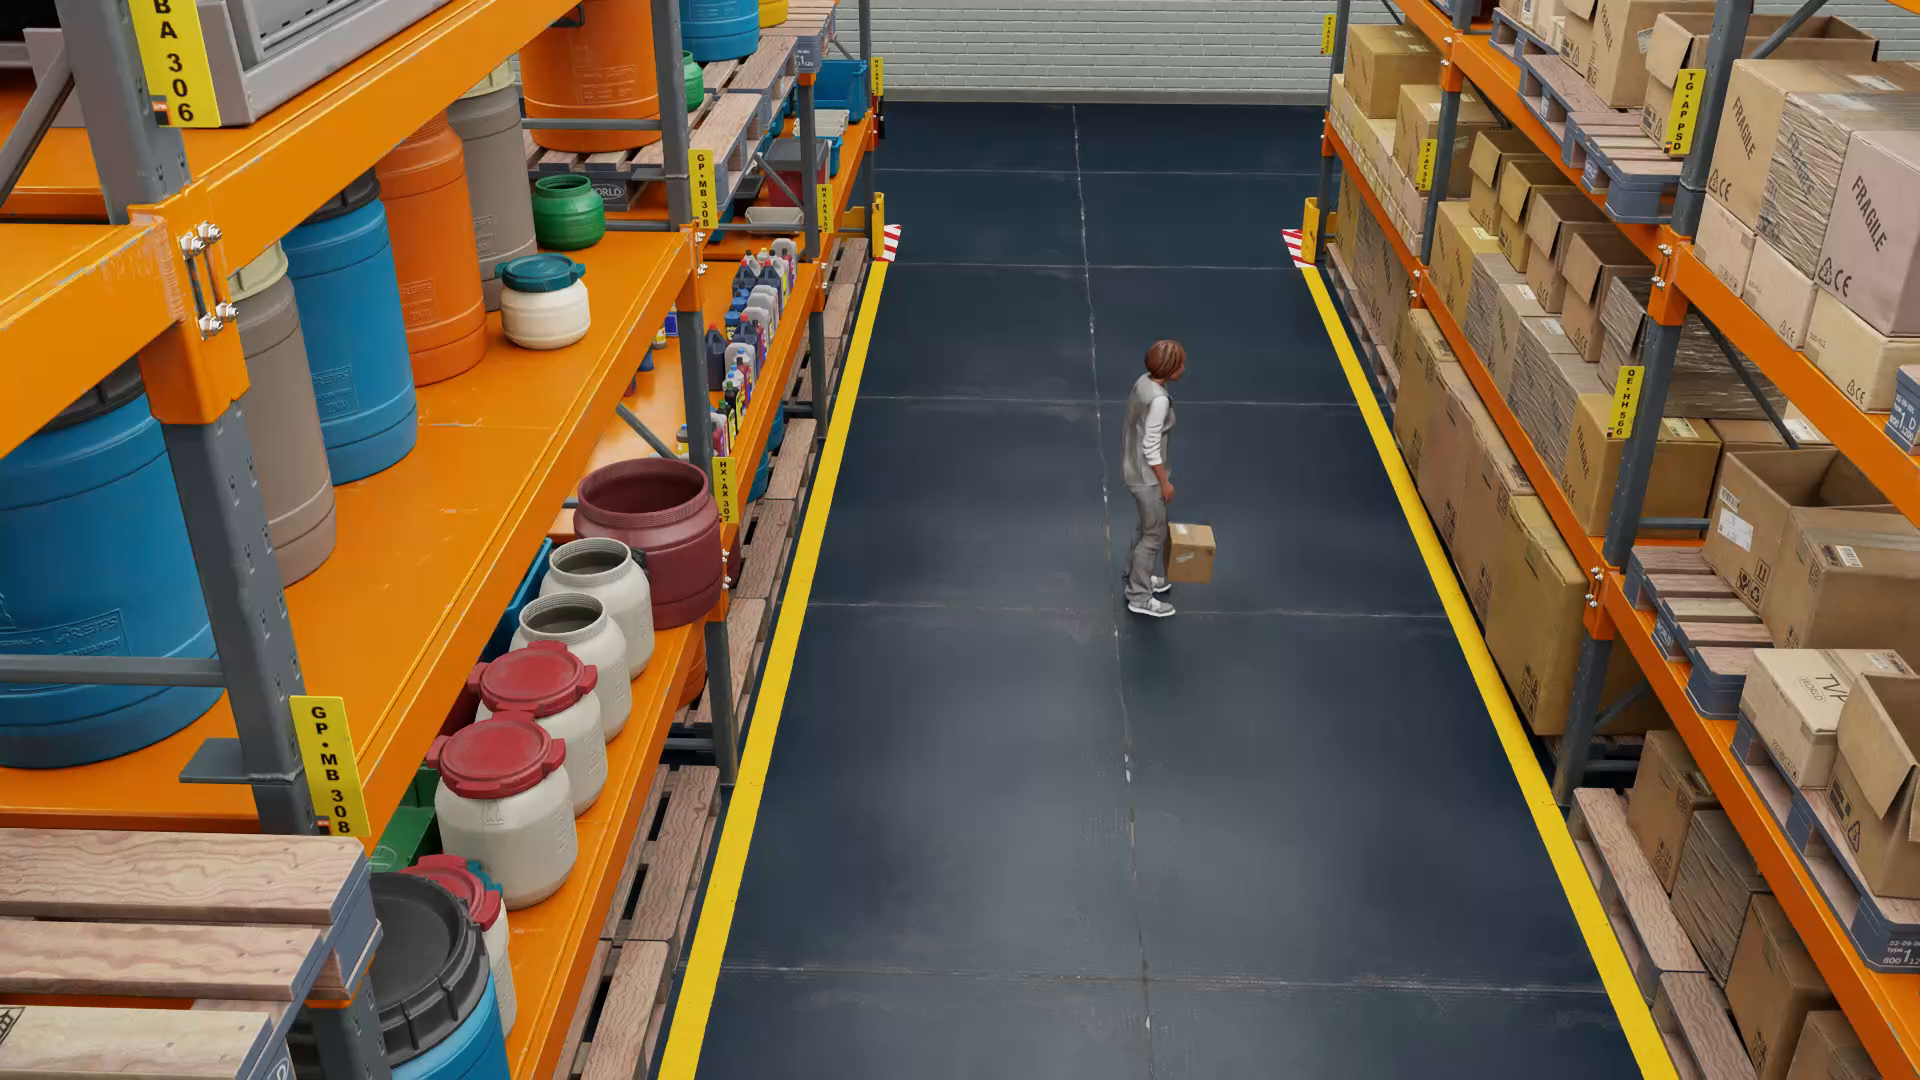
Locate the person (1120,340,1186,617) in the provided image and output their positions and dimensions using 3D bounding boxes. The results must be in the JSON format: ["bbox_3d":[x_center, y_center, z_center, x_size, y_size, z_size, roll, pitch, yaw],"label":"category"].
[{"bbox_3d":[1.067,-0.363,9.304,0.343,1.596,0.456,0,28,0],"label":"person"}]
